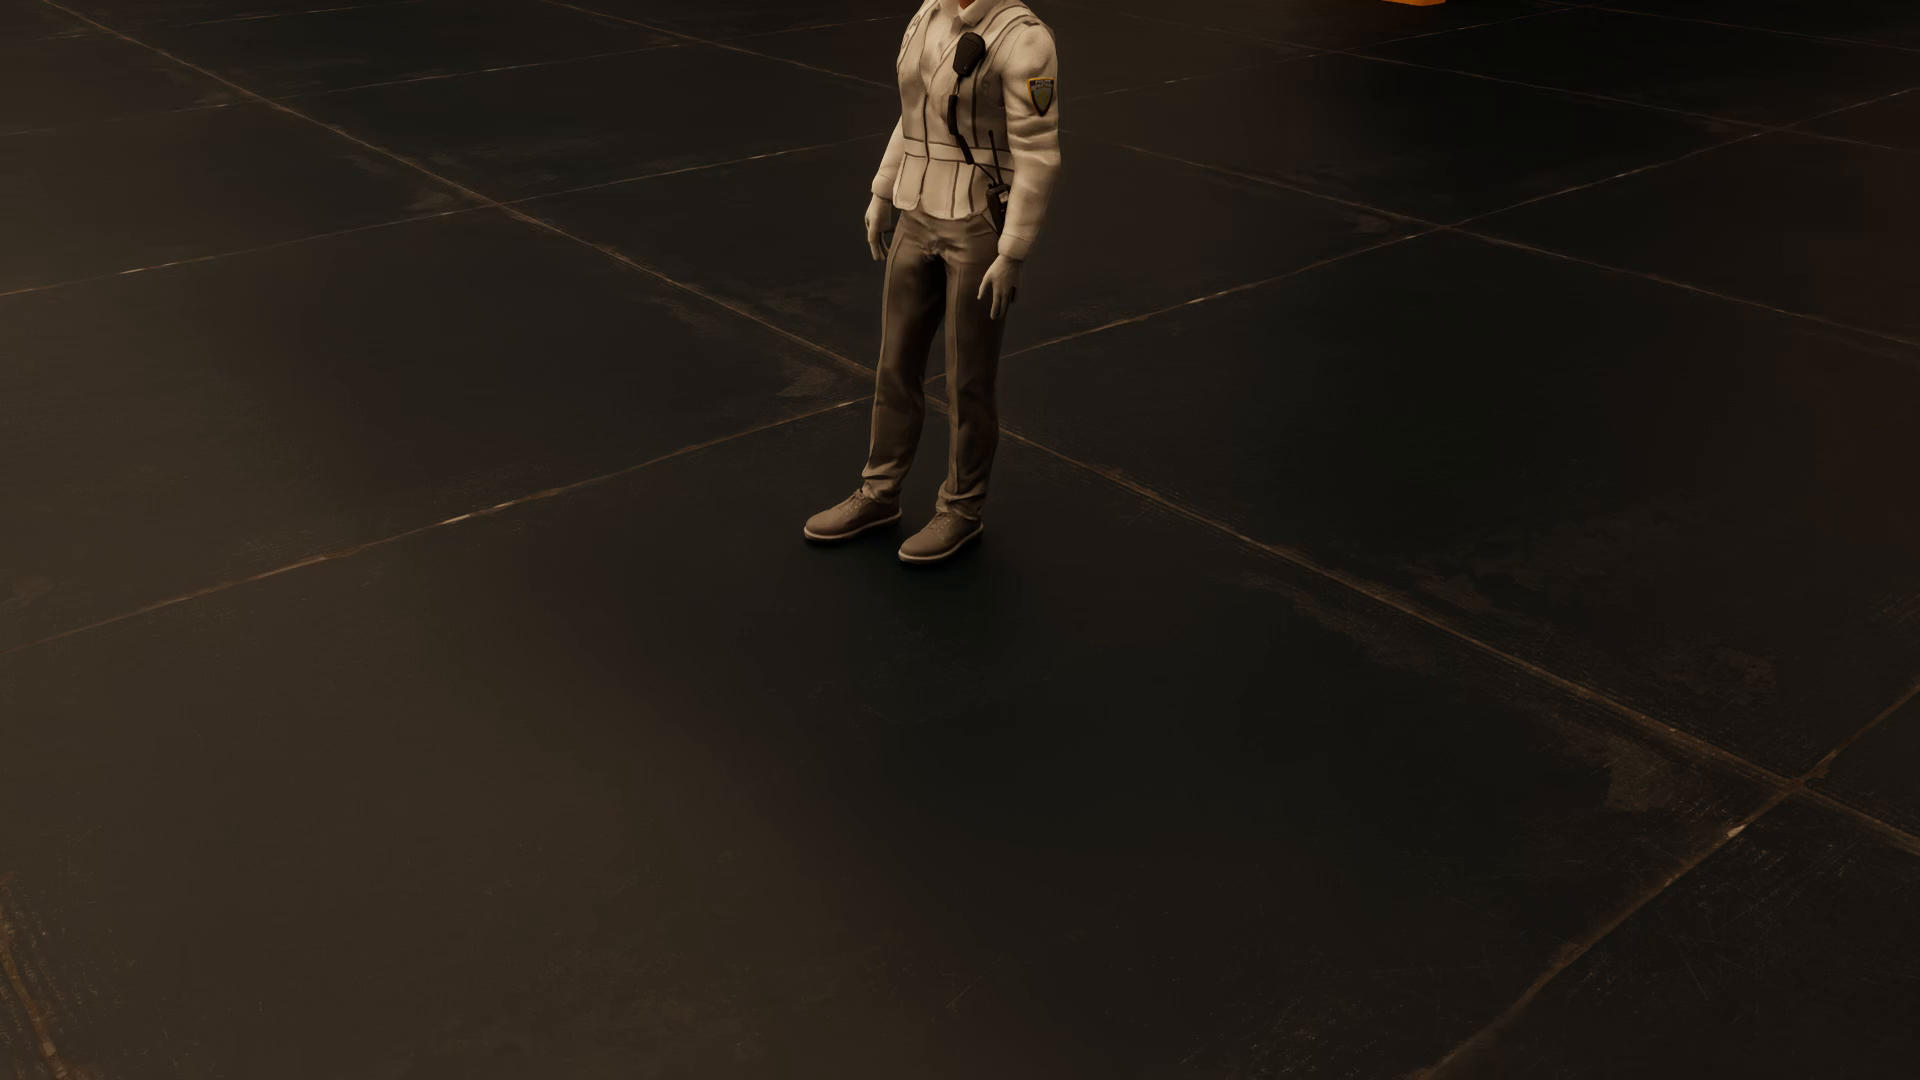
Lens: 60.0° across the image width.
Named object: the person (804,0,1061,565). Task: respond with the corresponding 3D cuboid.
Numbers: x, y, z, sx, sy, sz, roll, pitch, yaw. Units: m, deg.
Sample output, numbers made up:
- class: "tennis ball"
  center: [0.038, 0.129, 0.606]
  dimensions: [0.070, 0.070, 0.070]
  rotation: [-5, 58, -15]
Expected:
- class: "person"
  center: [-0.058, -0.748, 4.087]
  dimensions: [0.530, 1.694, 0.586]
  rotation: [-20, 33, -35]
